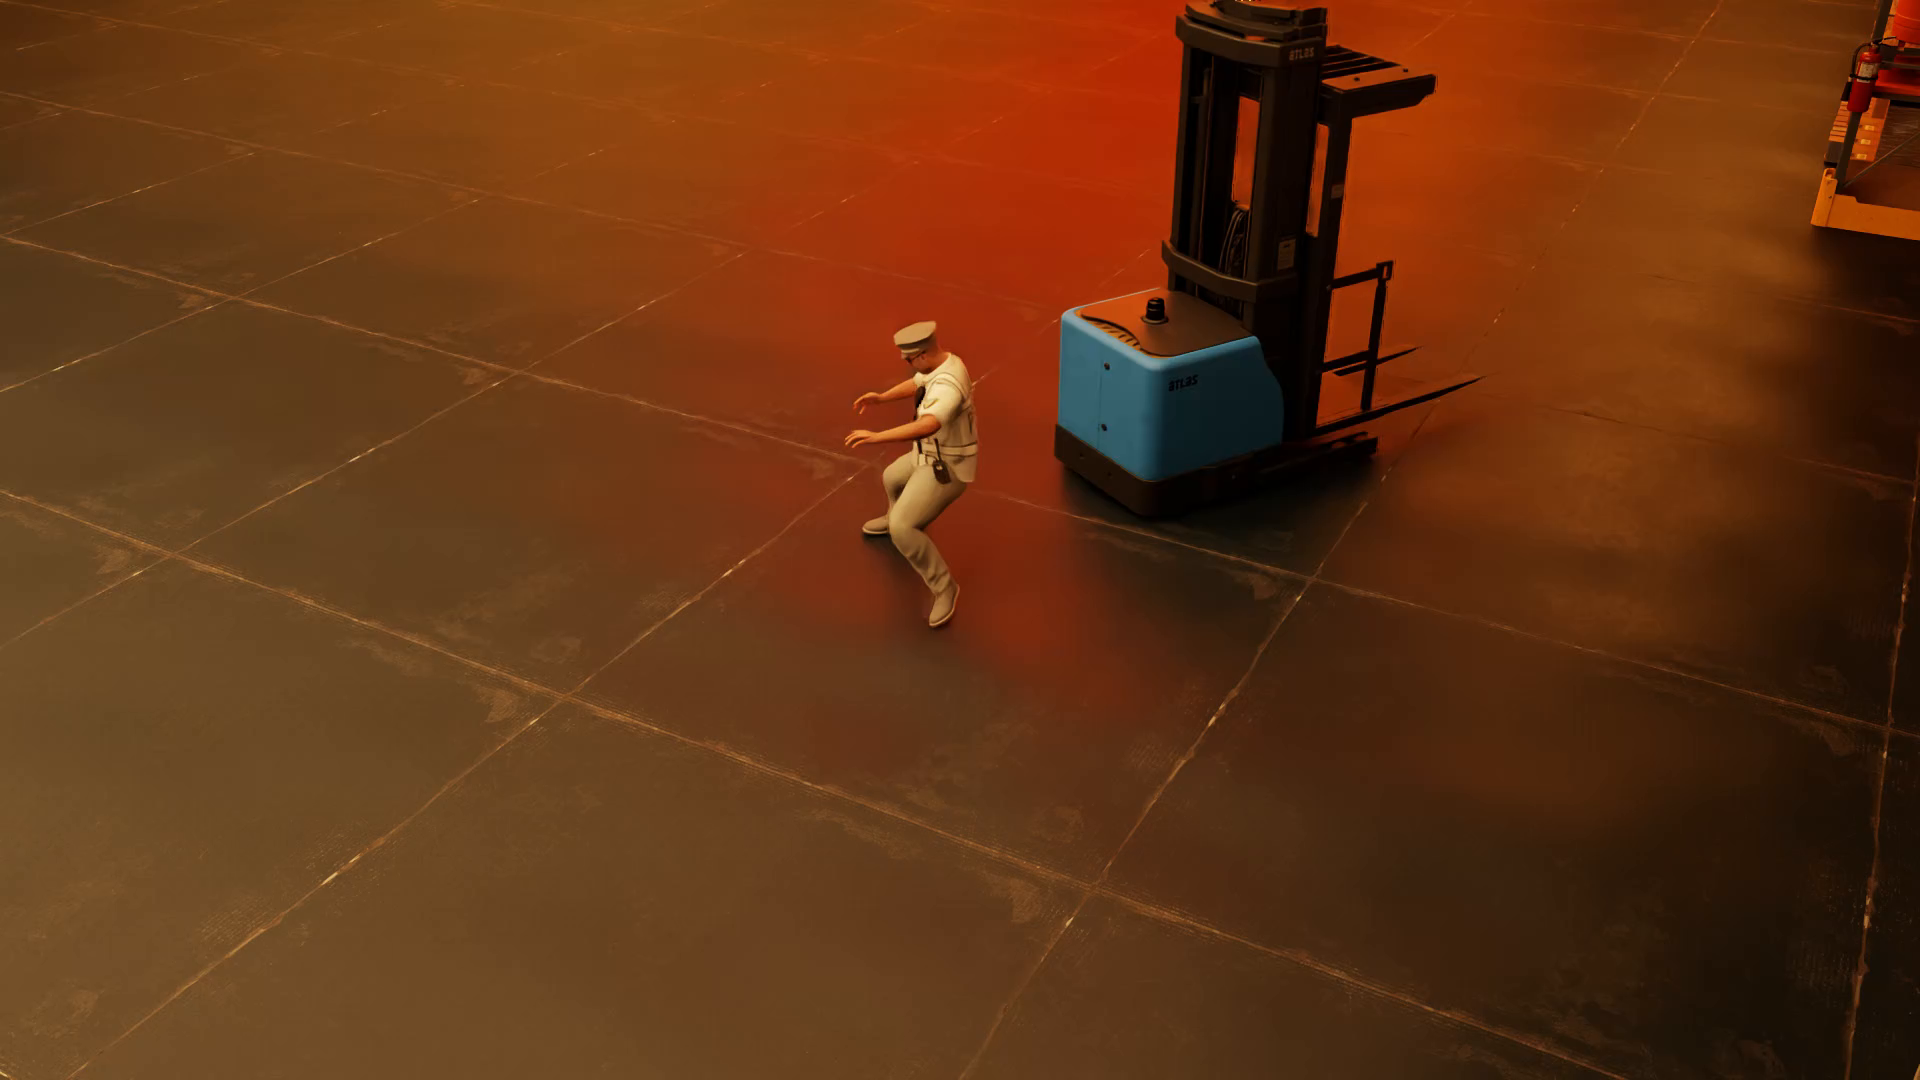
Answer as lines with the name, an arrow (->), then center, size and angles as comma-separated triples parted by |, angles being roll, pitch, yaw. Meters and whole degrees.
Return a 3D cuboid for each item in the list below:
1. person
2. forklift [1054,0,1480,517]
person -> -0.248, -0.465, 9.278 | 0.706, 1.528, 1.238 | 1, 30, 1
forklift -> 2.138, -1.949, 10.448 | 3.031, 2.935, 1.130 | -17, 34, -27
